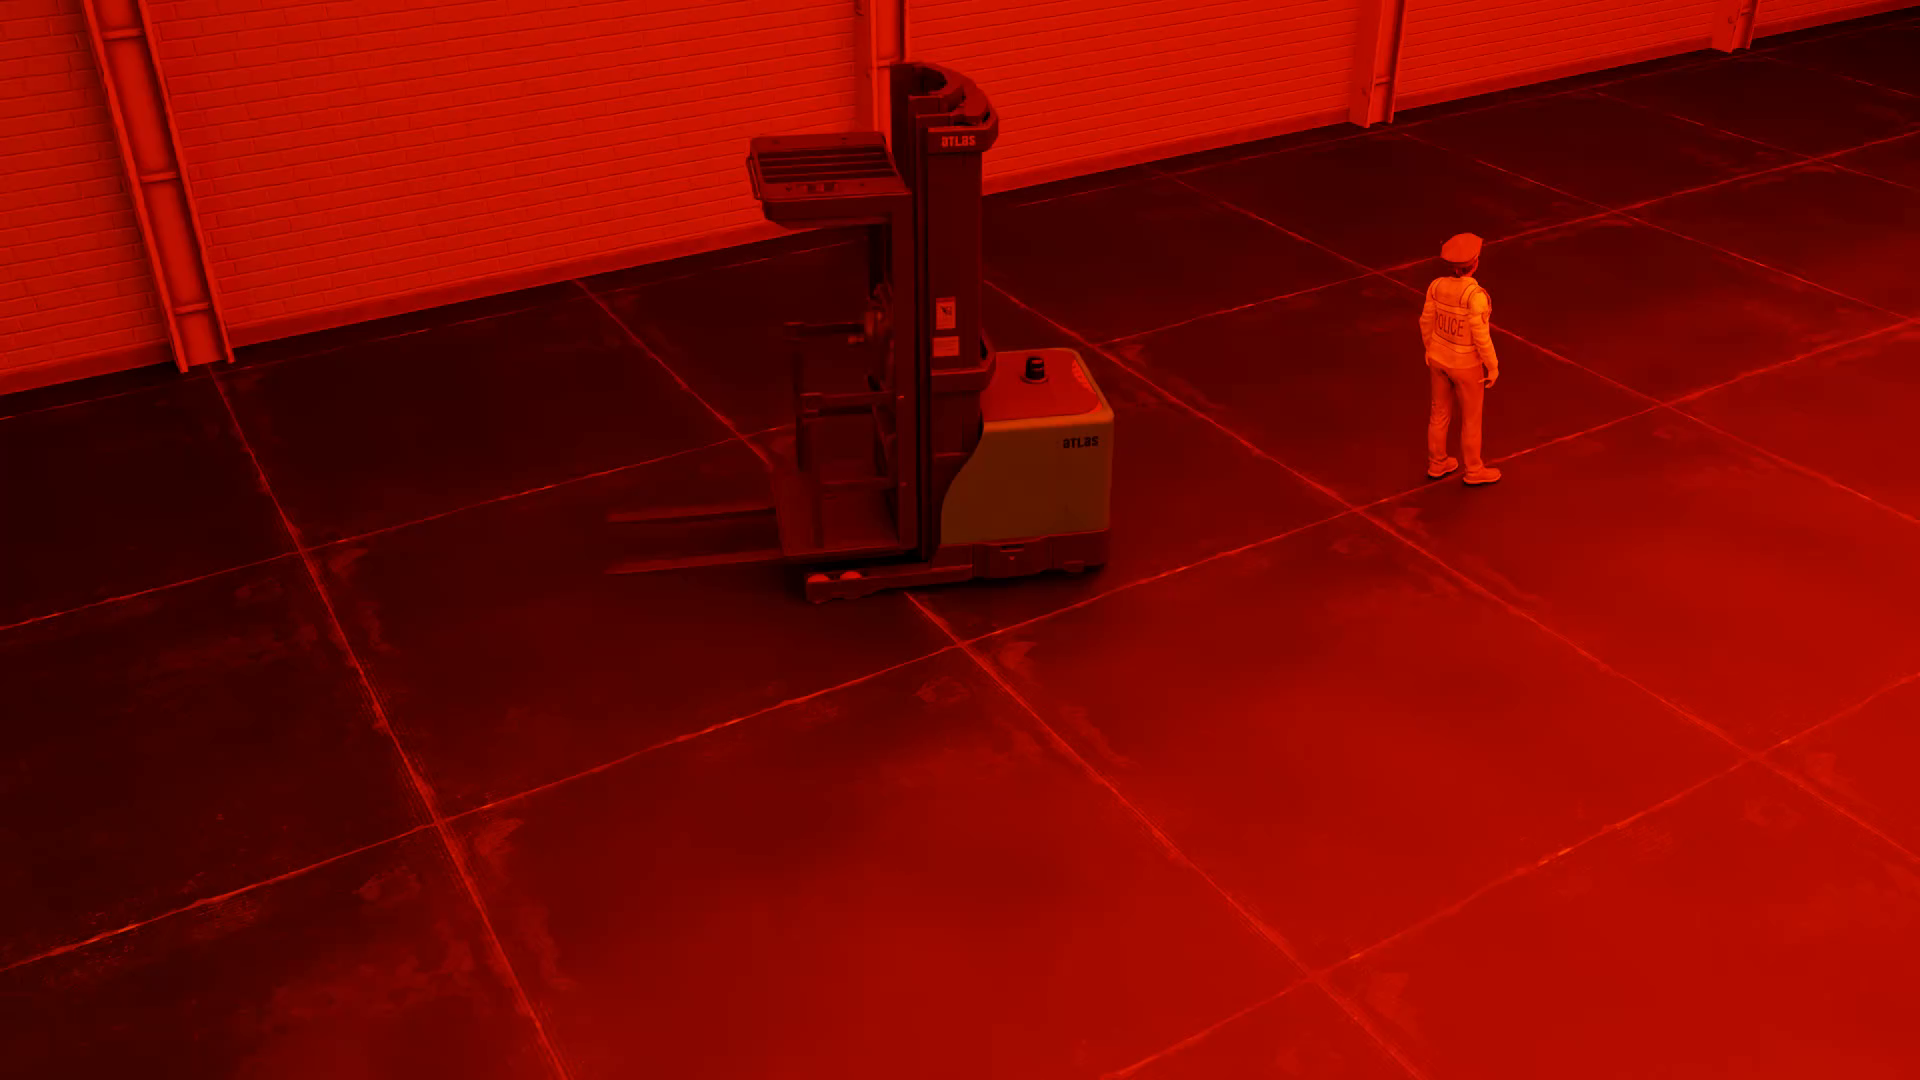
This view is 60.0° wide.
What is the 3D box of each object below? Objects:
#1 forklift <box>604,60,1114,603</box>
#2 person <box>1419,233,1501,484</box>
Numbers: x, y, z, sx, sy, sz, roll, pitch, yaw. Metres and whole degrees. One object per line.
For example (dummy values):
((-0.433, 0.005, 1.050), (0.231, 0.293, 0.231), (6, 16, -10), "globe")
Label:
((-0.652, -1.178, 9.614), (3.031, 2.935, 1.130), (-5, 31, -9), "forklift")
((3.272, -1.182, 10.810), (0.531, 1.695, 0.587), (-20, 36, -30), "person")
